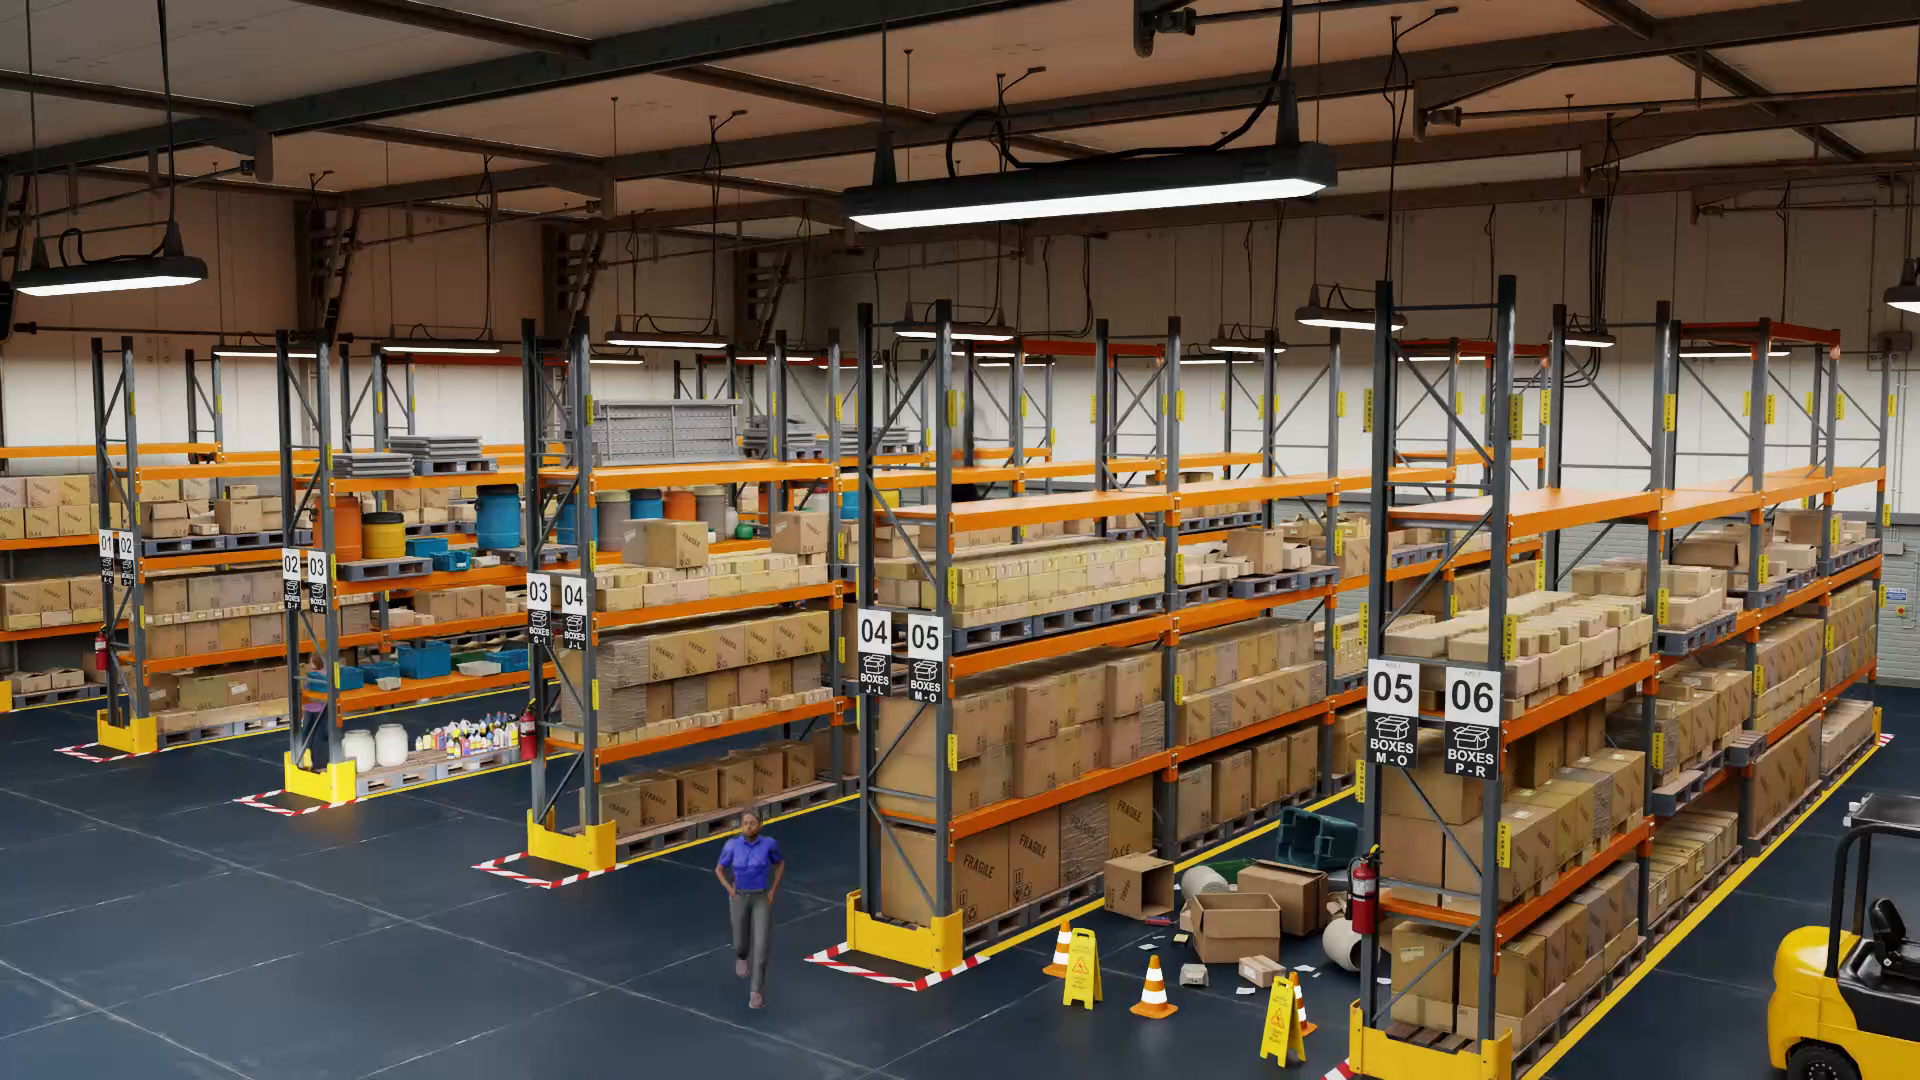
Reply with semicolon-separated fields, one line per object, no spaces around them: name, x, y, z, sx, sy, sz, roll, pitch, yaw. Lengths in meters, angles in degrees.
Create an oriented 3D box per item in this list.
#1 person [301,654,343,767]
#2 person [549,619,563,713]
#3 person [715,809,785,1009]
person;-8.947;2.368;23.129;0.548;1.566;0.782;2;5;21
person;-6.431;1.937;27.132;0.580;1.639;0.990;3;6;27
person;-1.800;3.116;14.321;0.599;1.663;0.741;-1;5;-15
